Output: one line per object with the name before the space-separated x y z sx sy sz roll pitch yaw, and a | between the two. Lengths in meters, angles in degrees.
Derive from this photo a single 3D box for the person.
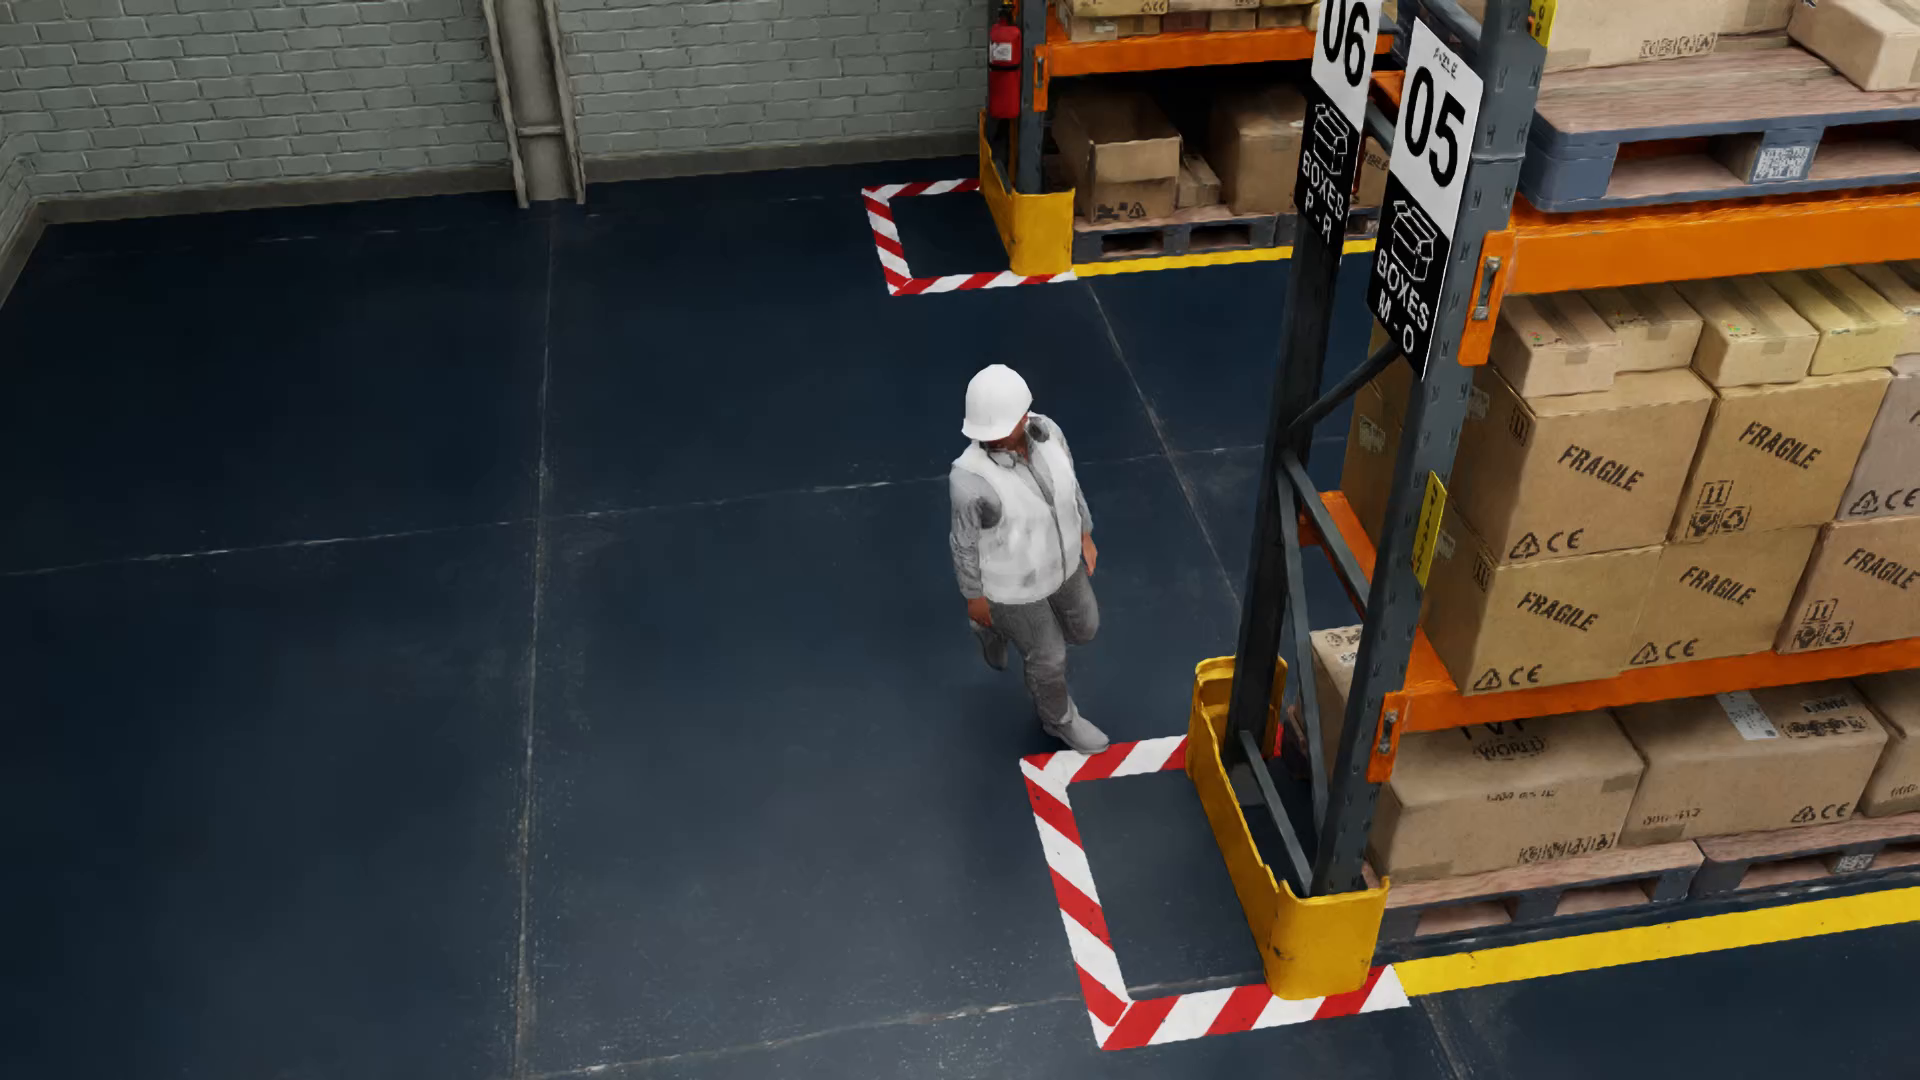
person | 0.222 0.089 6.043 0.690 1.737 0.592 27 46 30
